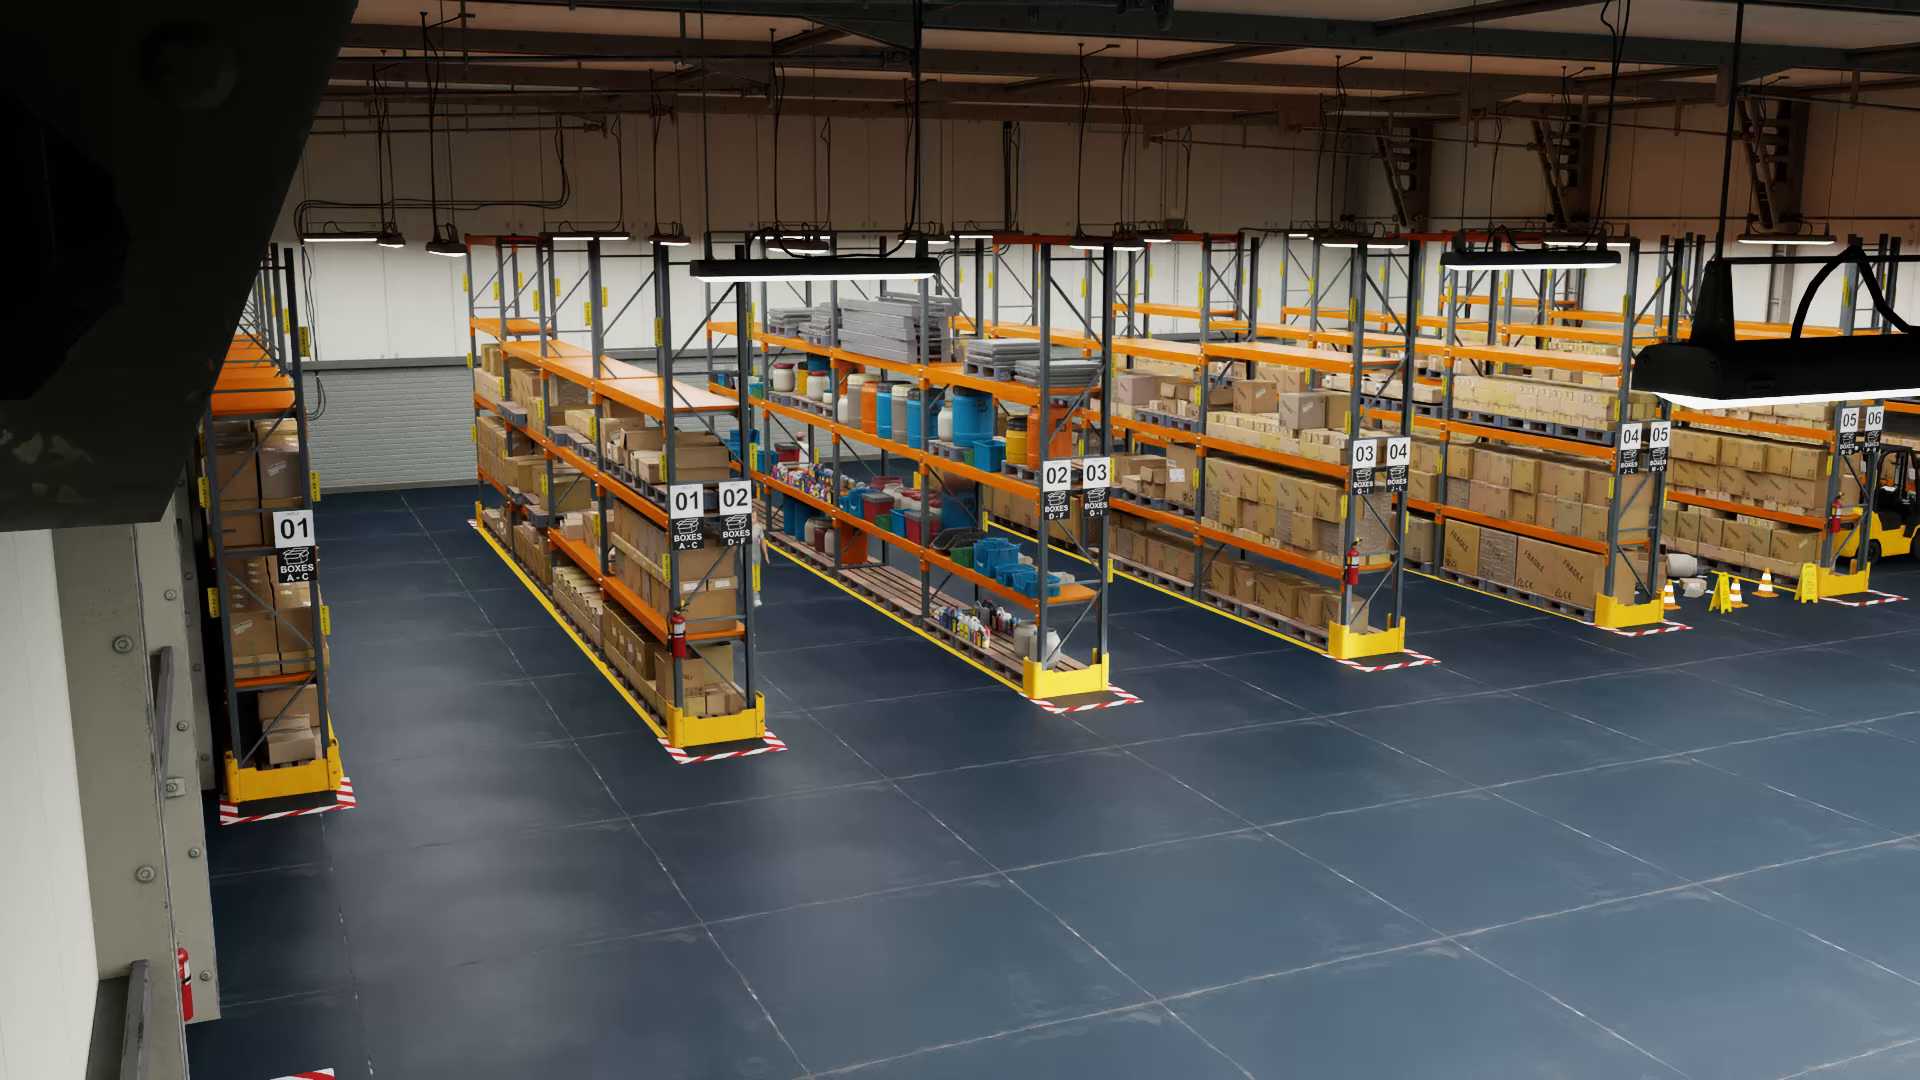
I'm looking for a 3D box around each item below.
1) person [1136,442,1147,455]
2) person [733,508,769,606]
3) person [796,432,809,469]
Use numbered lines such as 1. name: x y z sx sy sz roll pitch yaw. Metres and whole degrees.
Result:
1. person: 4.765 -2.812 42.928 0.593 1.719 1.039 -5 12 -23
2. person: -3.339 0.238 26.512 0.520 1.517 1.080 -7 13 -32
3. person: -3.461 -1.468 36.045 0.617 1.773 0.799 4 12 19
